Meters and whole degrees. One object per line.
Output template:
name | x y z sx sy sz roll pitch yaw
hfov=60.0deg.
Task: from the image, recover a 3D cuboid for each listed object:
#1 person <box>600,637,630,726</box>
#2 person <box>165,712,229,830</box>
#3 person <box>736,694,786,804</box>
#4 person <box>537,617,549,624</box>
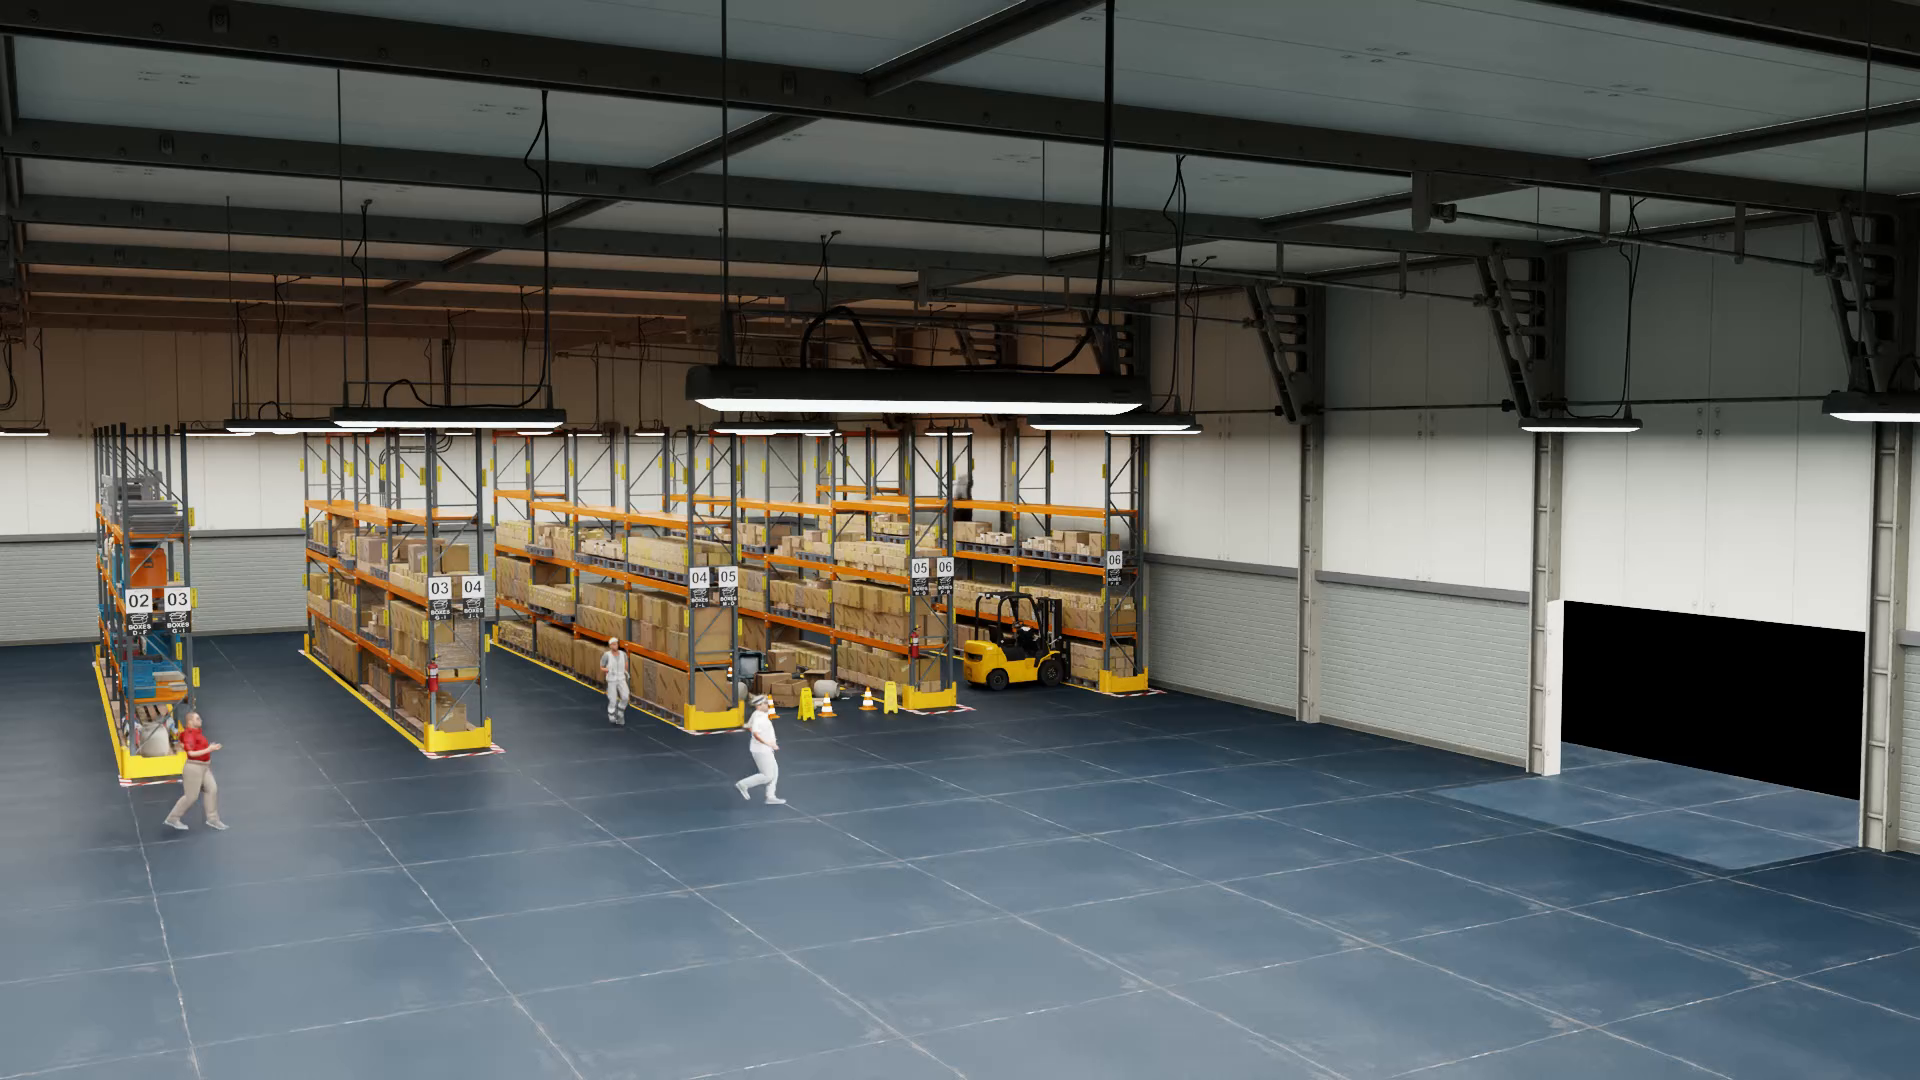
person | -6.847 2.828 33.148 0.628 1.784 0.692 -2 4 -29
person | -11.118 3.384 24.181 0.834 1.768 0.651 -1 4 -12
person | -3.117 3.269 25.963 0.783 1.745 0.680 -1 4 -11
person | -12.166 1.967 48.575 0.564 1.625 0.908 2 4 29
